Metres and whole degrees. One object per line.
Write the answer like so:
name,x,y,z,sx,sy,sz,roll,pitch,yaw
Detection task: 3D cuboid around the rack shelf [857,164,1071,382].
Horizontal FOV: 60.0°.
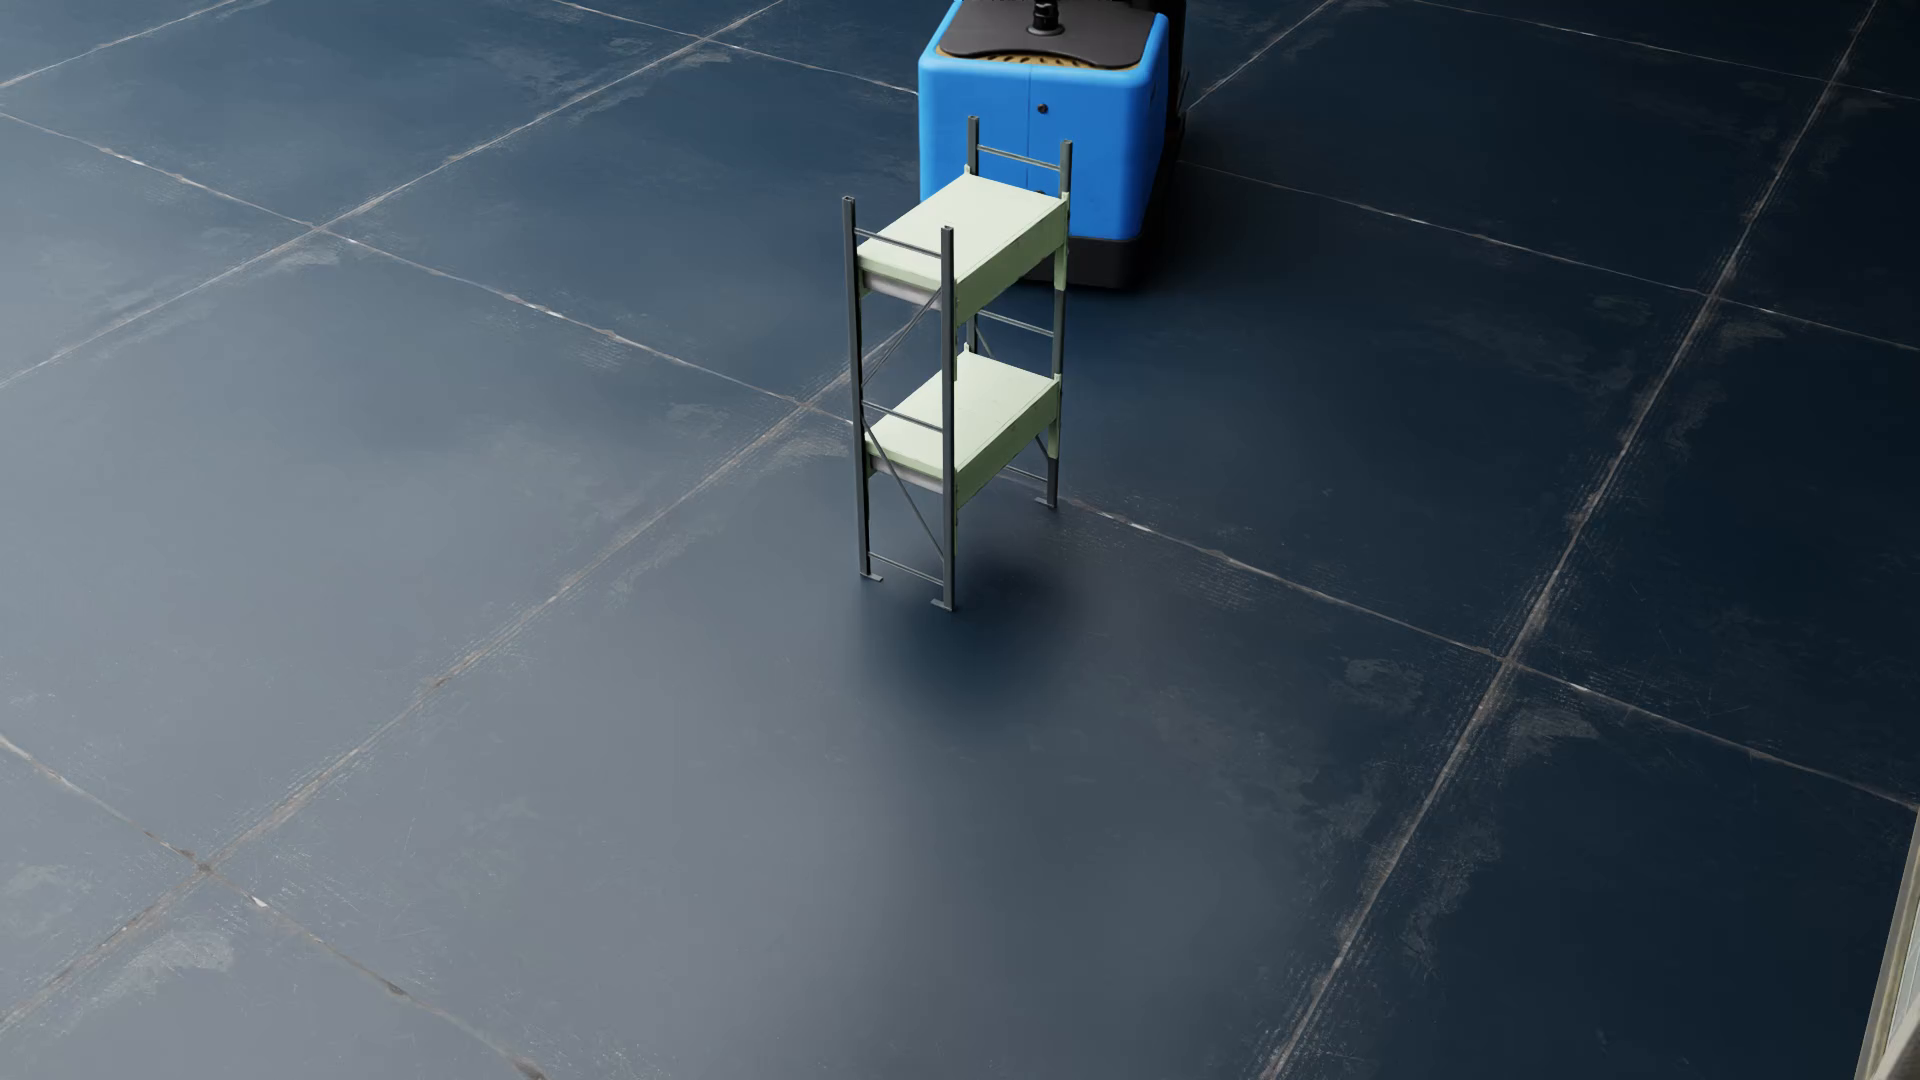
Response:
rack shelf,0.004,-0.907,5.558,0.431,0.370,0.720,21,42,25

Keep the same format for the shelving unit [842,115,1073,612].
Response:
shelving unit,0.004,-0.597,5.797,0.431,1.500,0.755,21,42,25

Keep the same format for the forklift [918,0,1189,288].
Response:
forklift,0.610,-3.217,8.022,1.130,2.935,3.031,7,38,9

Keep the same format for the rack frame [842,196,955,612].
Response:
rack frame,-0.193,-0.409,5.552,0.400,1.500,0.023,21,42,25

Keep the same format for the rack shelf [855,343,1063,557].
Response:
rack shelf,0.004,-0.339,5.996,0.431,0.370,0.720,21,42,25

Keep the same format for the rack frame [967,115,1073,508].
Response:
rack frame,0.200,-0.786,6.041,0.400,1.500,0.023,21,42,25
